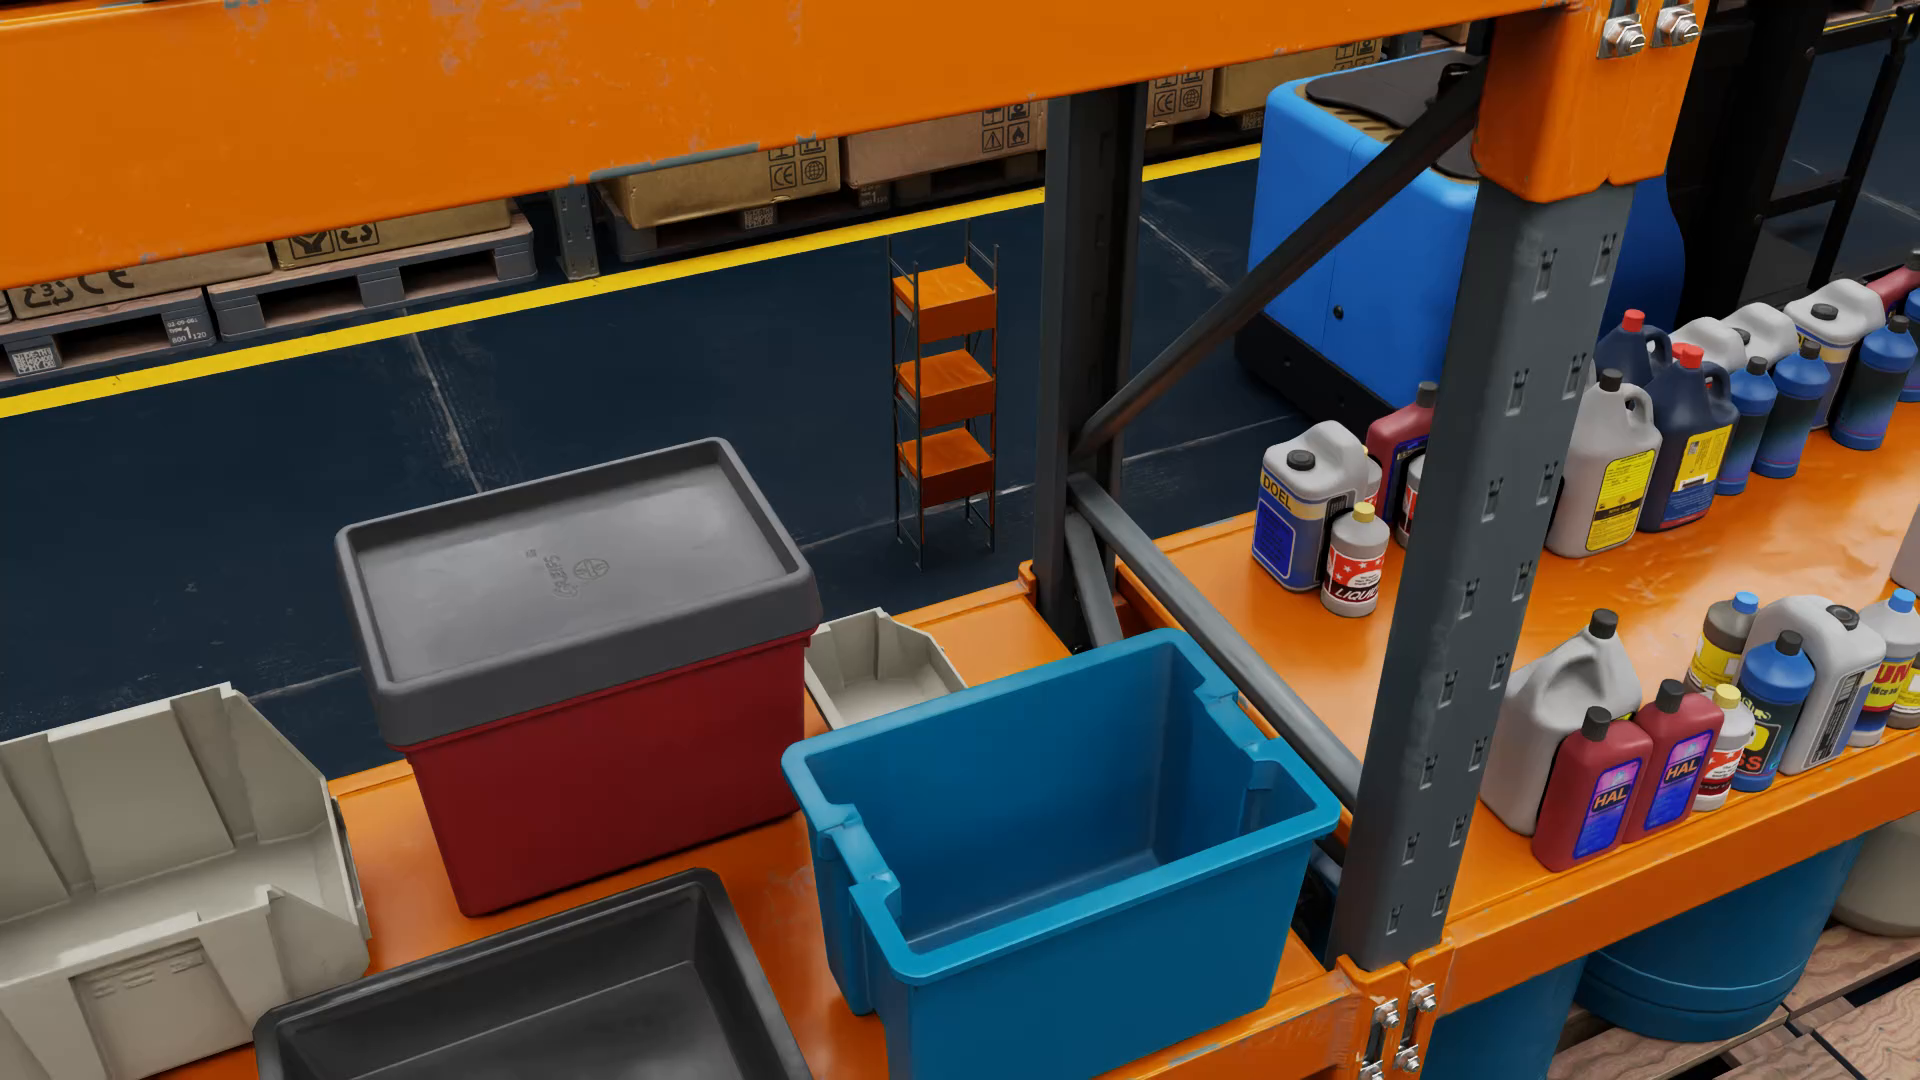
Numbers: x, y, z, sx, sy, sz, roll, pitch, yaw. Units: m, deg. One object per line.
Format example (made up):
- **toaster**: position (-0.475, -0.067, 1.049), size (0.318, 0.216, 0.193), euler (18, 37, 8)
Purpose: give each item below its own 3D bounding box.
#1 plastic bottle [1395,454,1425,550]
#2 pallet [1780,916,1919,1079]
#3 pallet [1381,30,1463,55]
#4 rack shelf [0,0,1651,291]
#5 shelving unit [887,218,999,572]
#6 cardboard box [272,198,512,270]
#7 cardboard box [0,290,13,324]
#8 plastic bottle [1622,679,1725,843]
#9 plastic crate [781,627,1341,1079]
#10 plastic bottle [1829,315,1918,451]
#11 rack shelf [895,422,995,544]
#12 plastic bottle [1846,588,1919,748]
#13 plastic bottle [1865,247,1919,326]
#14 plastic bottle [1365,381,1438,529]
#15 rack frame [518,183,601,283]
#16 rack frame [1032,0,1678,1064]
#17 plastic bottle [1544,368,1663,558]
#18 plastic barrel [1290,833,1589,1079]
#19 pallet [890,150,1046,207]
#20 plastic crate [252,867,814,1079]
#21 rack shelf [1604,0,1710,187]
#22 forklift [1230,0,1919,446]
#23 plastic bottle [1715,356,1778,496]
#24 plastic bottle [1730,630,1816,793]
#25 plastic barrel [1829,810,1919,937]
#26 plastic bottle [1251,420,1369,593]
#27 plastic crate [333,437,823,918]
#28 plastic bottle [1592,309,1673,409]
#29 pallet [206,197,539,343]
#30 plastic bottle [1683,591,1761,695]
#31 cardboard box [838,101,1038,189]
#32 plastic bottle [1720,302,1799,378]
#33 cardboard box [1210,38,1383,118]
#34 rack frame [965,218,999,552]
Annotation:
- **plastic bottle**: position (0.852, -0.081, 3.008), size (0.097, 0.201, 0.097), euler (0, 37, 0)
- **pallet**: position (2.215, 0.794, 4.002), size (1.213, 0.211, 1.003), euler (-16, 39, -20)
- **pallet**: position (2.618, -2.602, 8.581), size (1.213, 0.211, 1.003), euler (-16, 39, -20)
- **rack shelf**: position (-1.417, -0.251, 1.157), size (4.000, 0.370, 1.077), euler (-16, 39, -20)
- **shelving unit**: position (-0.048, -0.408, 4.919), size (0.252, 1.050, 0.215), euler (-16, 39, -20)
- **cardboard box**: position (-2.343, -1.704, 6.461), size (0.875, 0.875, 0.875), euler (-16, 39, -20)
- **cardboard box**: position (-3.963, -1.251, 5.850), size (0.875, 0.875, 0.875), euler (-16, 39, -20)
- **plastic bottle**: position (1.027, 0.308, 2.414), size (0.133, 0.283, 0.061), euler (-16, 39, -20)
- **plastic crate**: position (0.115, 0.443, 2.098), size (0.575, 0.384, 0.392), euler (-16, 39, -20)
- **plastic bottle**: position (1.801, -0.315, 3.264), size (0.097, 0.271, 0.097), euler (0, 37, 0)
- **rack shelf**: position (-0.048, -0.176, 5.091), size (0.240, 0.259, 0.215), euler (-16, 39, -20)
- **plastic bottle**: position (1.422, 0.191, 2.583), size (0.097, 0.271, 0.097), euler (0, 37, 0)
- **plastic bottle**: position (1.921, -0.465, 3.457), size (0.133, 0.283, 0.061), euler (-16, 39, -20)
- **plastic bottle**: position (0.802, -0.152, 3.035), size (0.133, 0.283, 0.061), euler (-16, 39, -20)
- **rack frame**: position (-1.711, -2.513, 6.120), size (0.127, 3.000, 1.000), euler (-16, 39, -20)
- **rack frame**: position (0.393, 0.158, 2.519), size (0.127, 3.000, 1.000), euler (-16, 39, -20)
- **plastic bottle**: position (1.147, -0.153, 2.980), size (0.185, 0.351, 0.144), euler (-16, 39, -20)
- **plastic barrel**: position (0.893, 0.704, 3.192), size (0.708, 0.901, 0.600), euler (-16, 39, -20)
- **pallet**: position (0.061, -1.940, 7.688), size (1.213, 0.211, 1.003), euler (-16, 39, -20)
- **plastic crate**: position (-0.506, 0.673, 2.006), size (0.590, 0.125, 0.437), euler (-16, 39, -20)
- **rack shelf**: position (2.204, -1.264, 2.522), size (4.000, 0.370, 1.077), euler (-16, 39, -20)
- **forklift**: position (2.528, -1.956, 5.426), size (3.031, 2.935, 1.130), euler (-17, 40, -22)
- **plastic bottle**: position (1.470, -0.222, 3.139), size (0.097, 0.271, 0.097), euler (0, 37, 0)
- **plastic bottle**: position (1.212, 0.250, 2.504), size (0.097, 0.271, 0.097), euler (0, 37, 0)
- **plastic barrel**: position (2.083, 0.586, 3.678), size (0.421, 0.512, 0.421), euler (0, 37, 0)
- **plastic bottle**: position (0.612, -0.066, 2.925), size (0.135, 0.276, 0.152), euler (-16, 39, -20)
- **plastic crate**: position (-0.522, 0.199, 2.360), size (0.583, 0.464, 0.402), euler (-16, 39, -20)
- **plastic bottle**: position (1.253, -0.278, 3.148), size (0.185, 0.351, 0.144), euler (-16, 39, -20)
- **pallet**: position (-2.433, -1.243, 6.748), size (1.213, 0.211, 1.003), euler (-16, 39, -20)
- **plastic bottle**: position (1.235, 0.171, 2.668), size (0.097, 0.201, 0.097), euler (0, 37, 0)
- **cardboard box**: position (-0.332, -2.228, 7.166), size (0.875, 0.875, 1.225), euler (-17, 40, -21)
- **plastic bottle**: position (1.522, -0.320, 3.268), size (0.135, 0.276, 0.152), euler (-16, 39, -20)
- **cardboard box**: position (1.276, -2.677, 7.773), size (0.875, 0.875, 1.225), euler (-17, 40, -22)
- **rack frame**: position (0.062, -0.439, 4.961), size (0.008, 1.050, 0.200), euler (-16, 39, -20)
